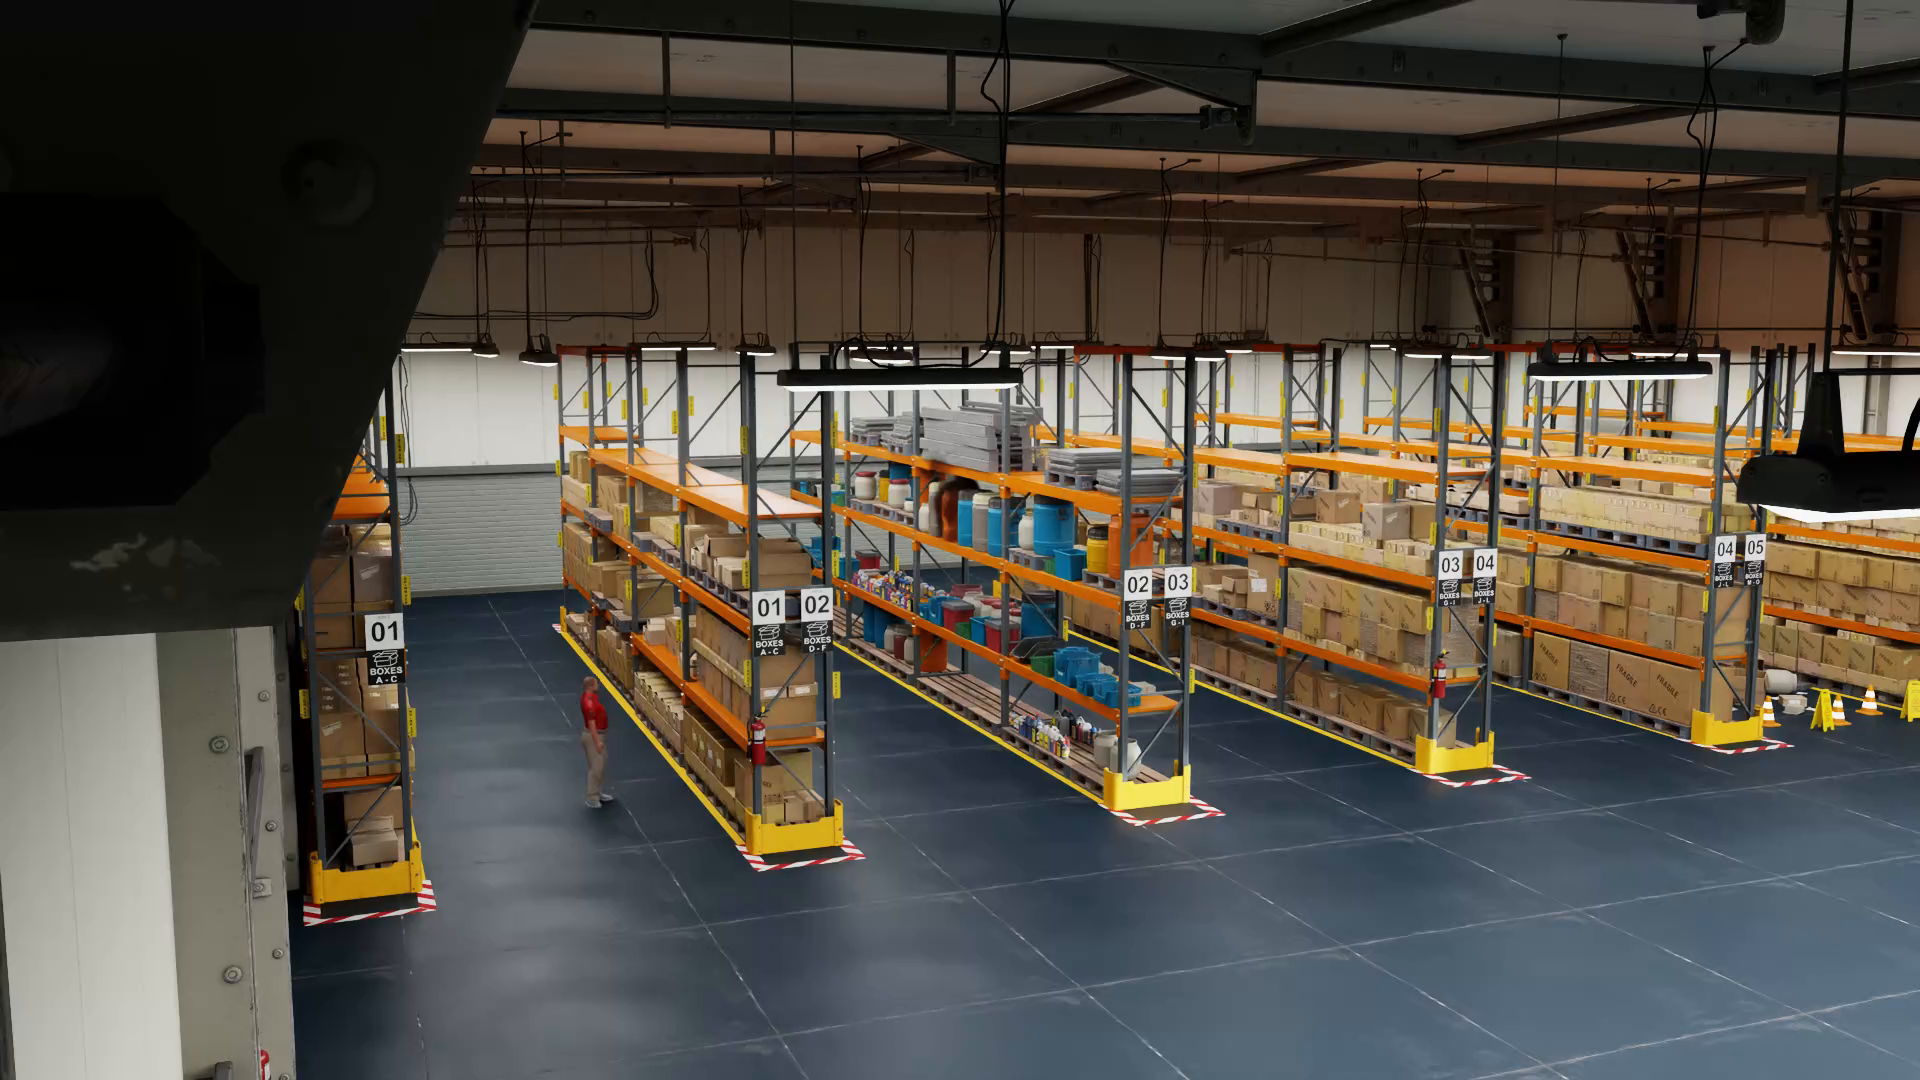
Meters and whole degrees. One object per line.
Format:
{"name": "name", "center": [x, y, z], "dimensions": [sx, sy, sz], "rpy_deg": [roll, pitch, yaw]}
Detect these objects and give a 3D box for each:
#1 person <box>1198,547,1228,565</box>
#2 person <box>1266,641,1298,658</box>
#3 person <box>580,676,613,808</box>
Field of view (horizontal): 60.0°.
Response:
{"name": "person", "center": [6.503, 0.003, 43.022], "dimensions": [1.015, 1.749, 0.619], "rpy_deg": [-4, 8, -27]}
{"name": "person", "center": [6.077, 1.479, 31.322], "dimensions": [0.675, 1.742, 1.066], "rpy_deg": [-3, 8, -20]}
{"name": "person", "center": [-4.886, 2.708, 22.267], "dimensions": [0.412, 1.801, 0.632], "rpy_deg": [0, 7, -3]}
